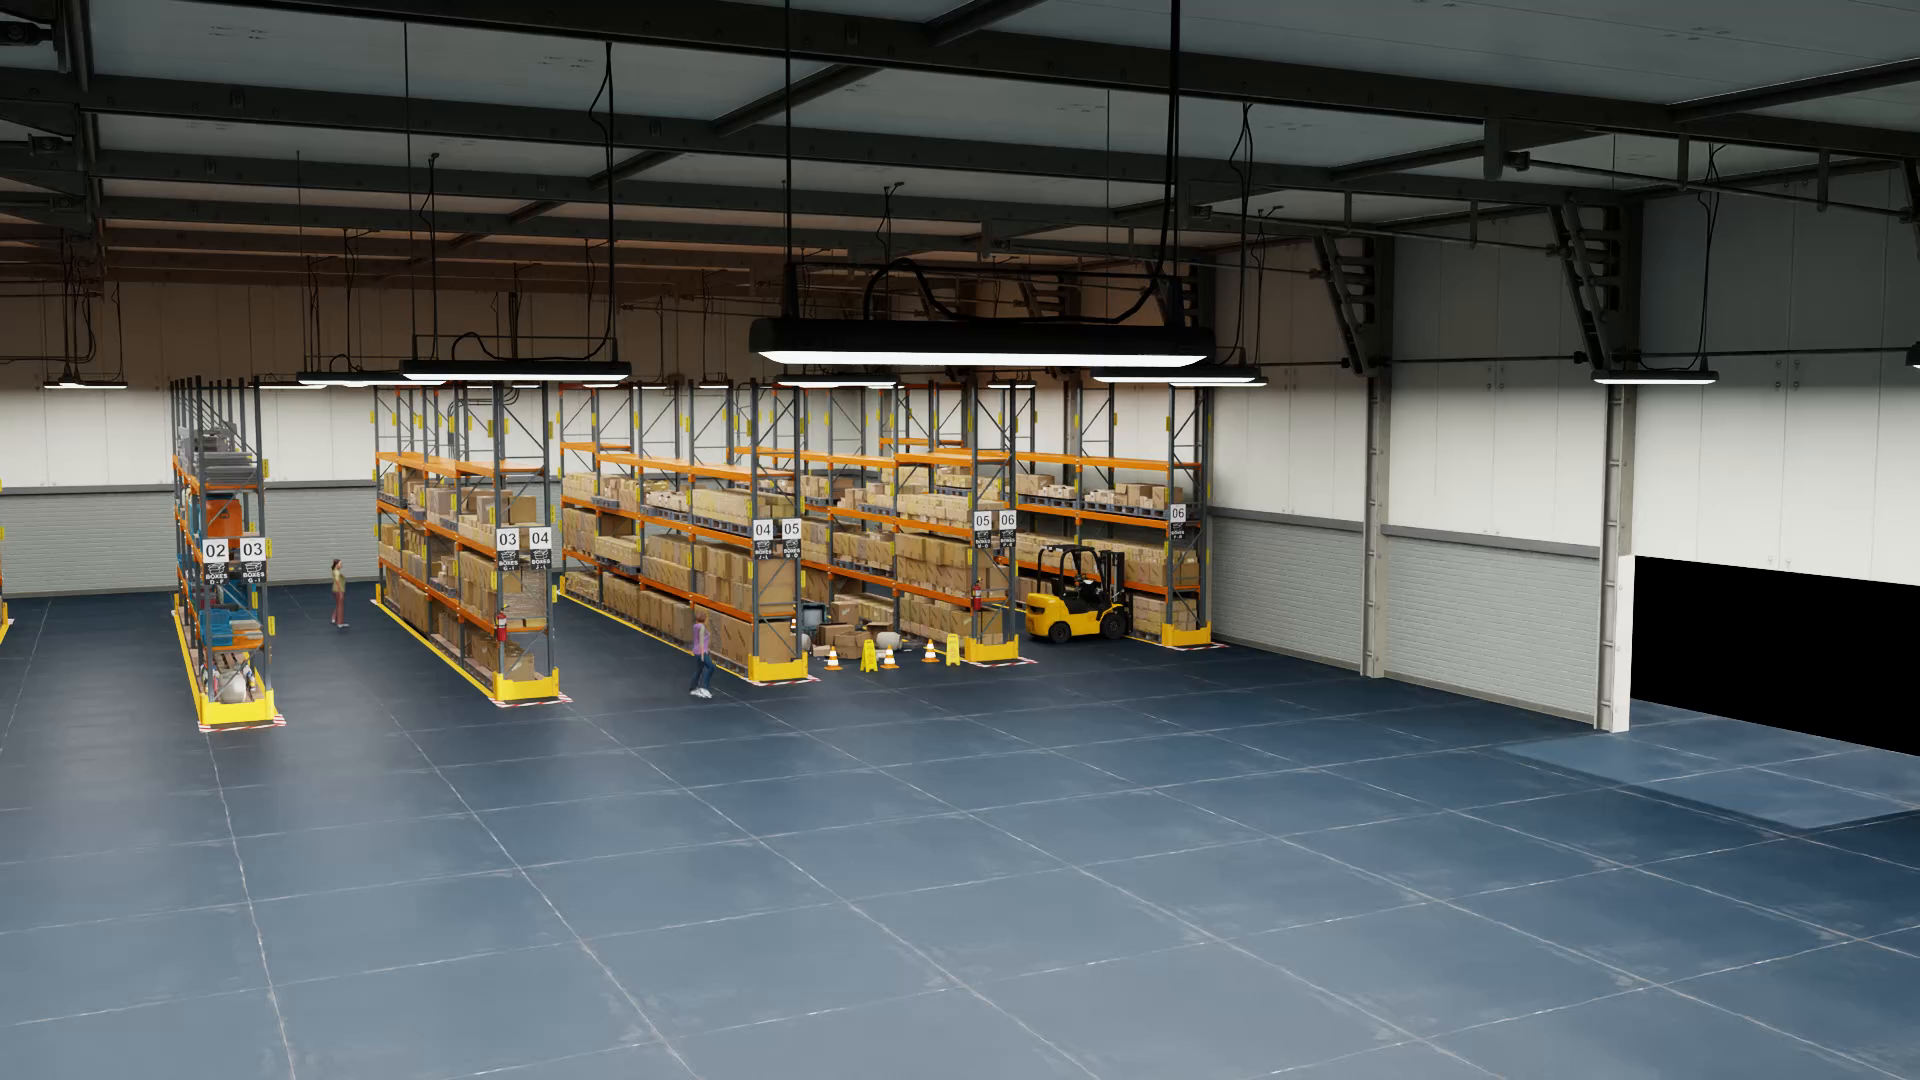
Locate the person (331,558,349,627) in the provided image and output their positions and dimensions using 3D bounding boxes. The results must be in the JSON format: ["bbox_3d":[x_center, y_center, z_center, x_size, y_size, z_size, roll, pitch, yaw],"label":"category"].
[{"bbox_3d":[-15.122,1.281,40.521,0.469,1.678,0.385,5,7,44],"label":"person"}]

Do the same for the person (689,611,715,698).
[{"bbox_3d":[-4.843,2.151,31.178,0.479,1.631,0.546,-1,5,-8],"label":"person"}]
